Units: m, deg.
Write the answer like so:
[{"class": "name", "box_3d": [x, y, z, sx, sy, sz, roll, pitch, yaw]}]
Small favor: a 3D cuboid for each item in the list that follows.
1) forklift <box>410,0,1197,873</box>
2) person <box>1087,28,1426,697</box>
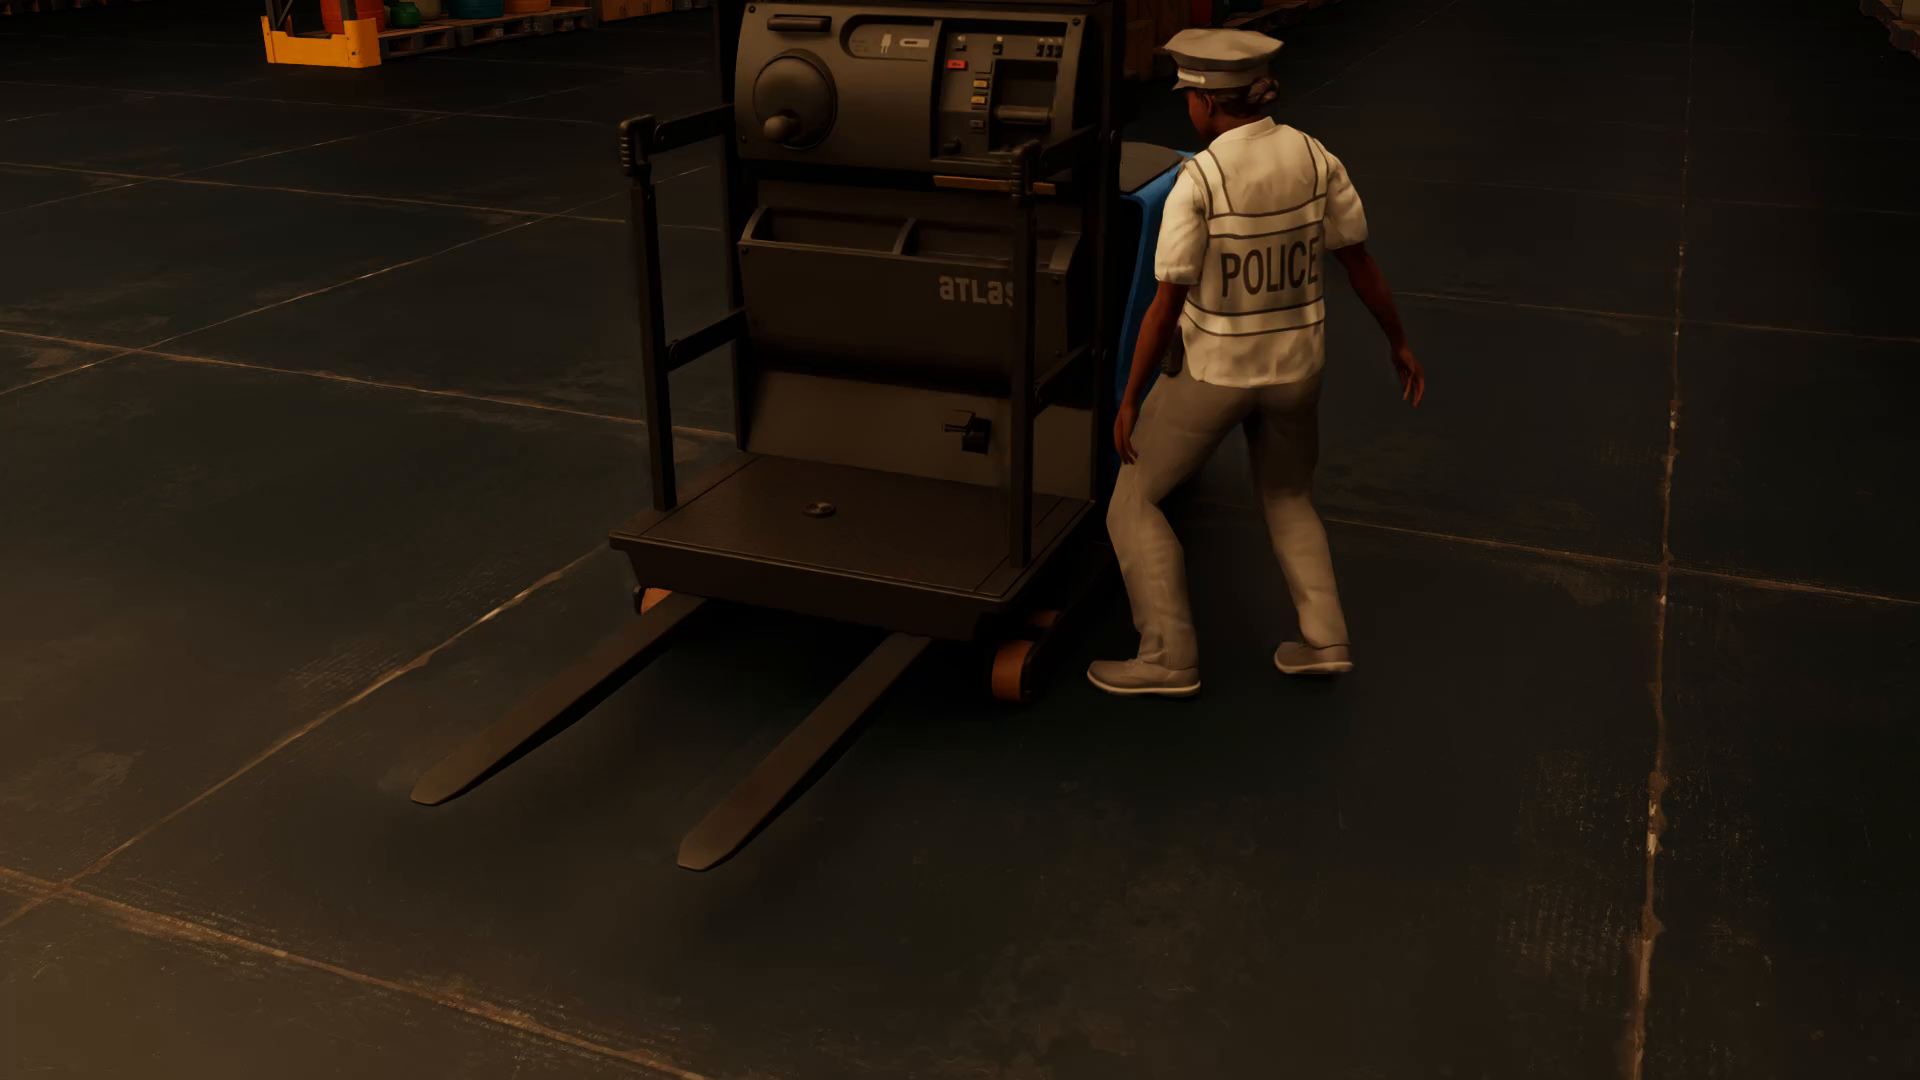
[{"class": "forklift", "box_3d": [-0.216, -1.128, 3.990, 1.130, 2.935, 3.031, 9, 24, 20]}, {"class": "person", "box_3d": [0.733, -0.389, 3.987, 0.818, 1.592, 0.466, -7, 24, -16]}]
